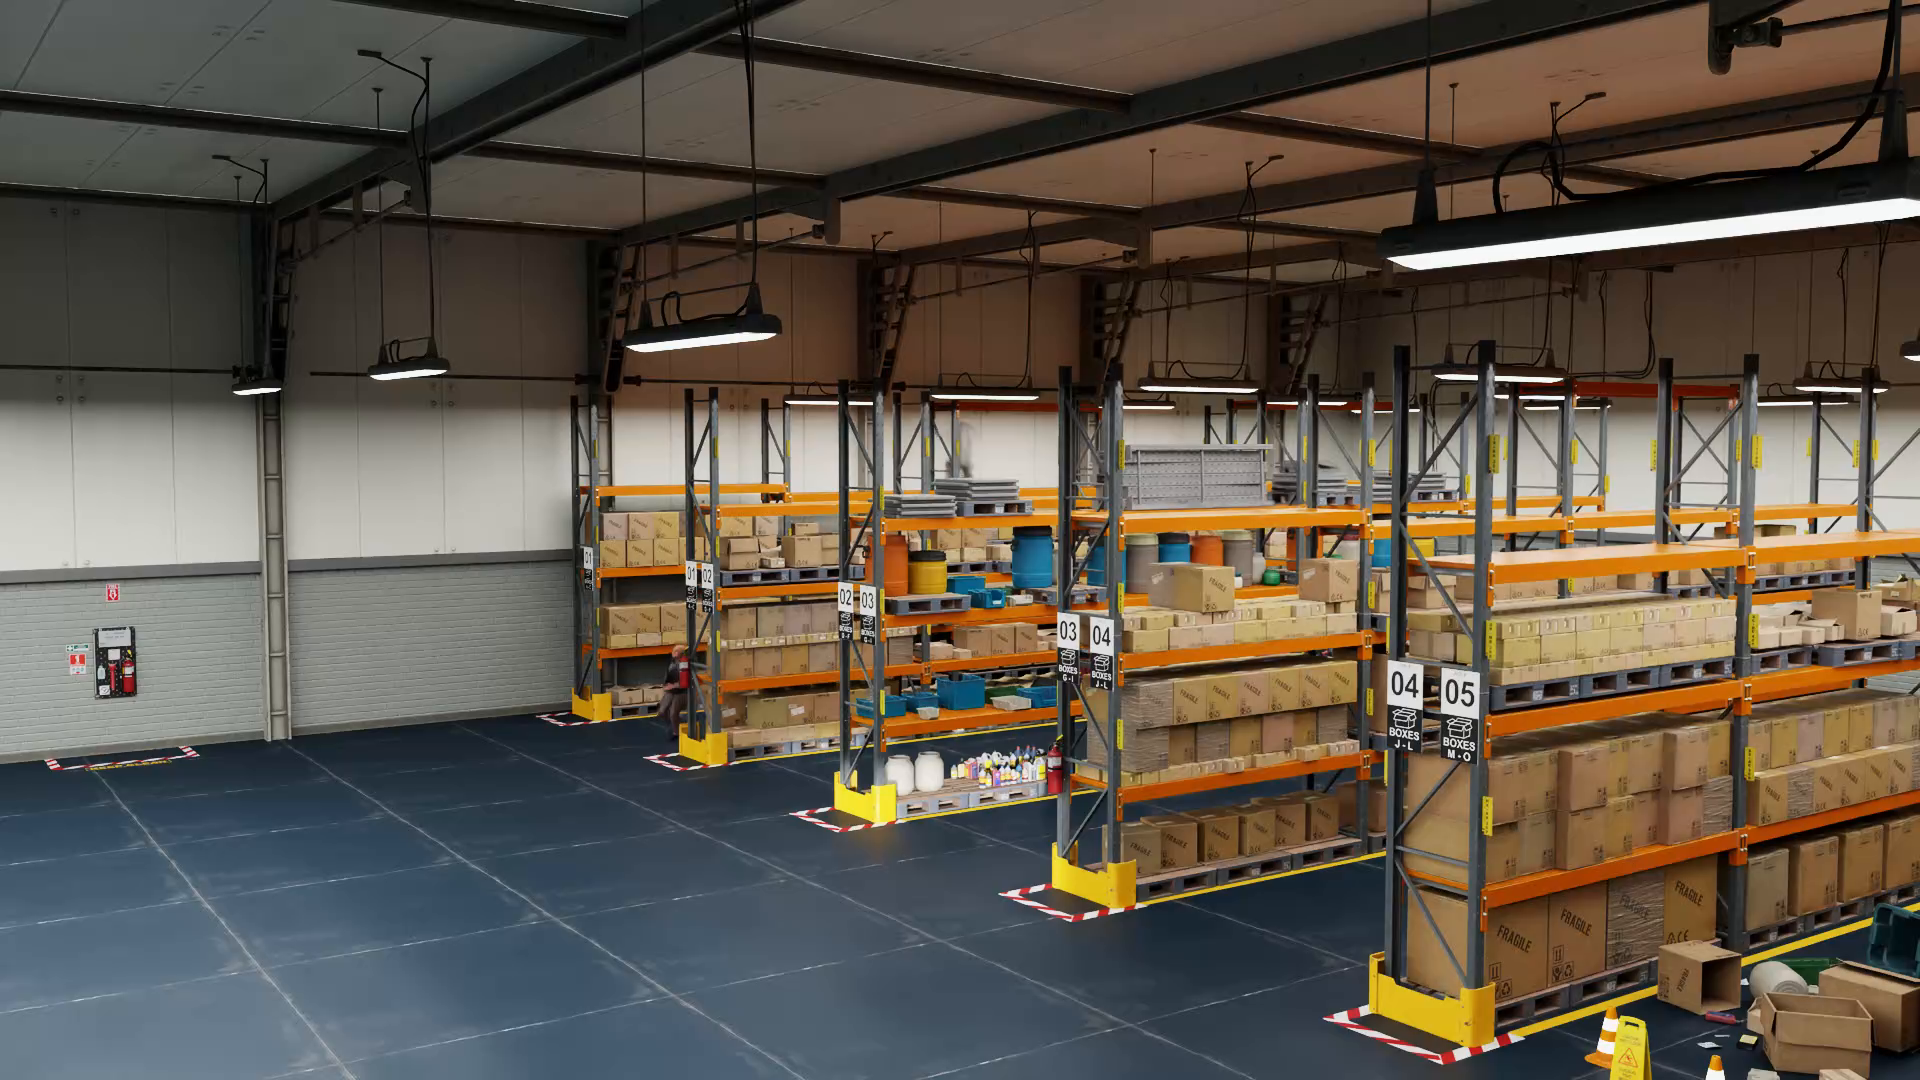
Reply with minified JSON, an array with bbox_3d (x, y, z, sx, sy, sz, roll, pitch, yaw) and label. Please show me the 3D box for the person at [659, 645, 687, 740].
[{"bbox_3d":[-4.862,2.619,28.450,0.646,1.676,0.564,3,4,36],"label":"person"}]
